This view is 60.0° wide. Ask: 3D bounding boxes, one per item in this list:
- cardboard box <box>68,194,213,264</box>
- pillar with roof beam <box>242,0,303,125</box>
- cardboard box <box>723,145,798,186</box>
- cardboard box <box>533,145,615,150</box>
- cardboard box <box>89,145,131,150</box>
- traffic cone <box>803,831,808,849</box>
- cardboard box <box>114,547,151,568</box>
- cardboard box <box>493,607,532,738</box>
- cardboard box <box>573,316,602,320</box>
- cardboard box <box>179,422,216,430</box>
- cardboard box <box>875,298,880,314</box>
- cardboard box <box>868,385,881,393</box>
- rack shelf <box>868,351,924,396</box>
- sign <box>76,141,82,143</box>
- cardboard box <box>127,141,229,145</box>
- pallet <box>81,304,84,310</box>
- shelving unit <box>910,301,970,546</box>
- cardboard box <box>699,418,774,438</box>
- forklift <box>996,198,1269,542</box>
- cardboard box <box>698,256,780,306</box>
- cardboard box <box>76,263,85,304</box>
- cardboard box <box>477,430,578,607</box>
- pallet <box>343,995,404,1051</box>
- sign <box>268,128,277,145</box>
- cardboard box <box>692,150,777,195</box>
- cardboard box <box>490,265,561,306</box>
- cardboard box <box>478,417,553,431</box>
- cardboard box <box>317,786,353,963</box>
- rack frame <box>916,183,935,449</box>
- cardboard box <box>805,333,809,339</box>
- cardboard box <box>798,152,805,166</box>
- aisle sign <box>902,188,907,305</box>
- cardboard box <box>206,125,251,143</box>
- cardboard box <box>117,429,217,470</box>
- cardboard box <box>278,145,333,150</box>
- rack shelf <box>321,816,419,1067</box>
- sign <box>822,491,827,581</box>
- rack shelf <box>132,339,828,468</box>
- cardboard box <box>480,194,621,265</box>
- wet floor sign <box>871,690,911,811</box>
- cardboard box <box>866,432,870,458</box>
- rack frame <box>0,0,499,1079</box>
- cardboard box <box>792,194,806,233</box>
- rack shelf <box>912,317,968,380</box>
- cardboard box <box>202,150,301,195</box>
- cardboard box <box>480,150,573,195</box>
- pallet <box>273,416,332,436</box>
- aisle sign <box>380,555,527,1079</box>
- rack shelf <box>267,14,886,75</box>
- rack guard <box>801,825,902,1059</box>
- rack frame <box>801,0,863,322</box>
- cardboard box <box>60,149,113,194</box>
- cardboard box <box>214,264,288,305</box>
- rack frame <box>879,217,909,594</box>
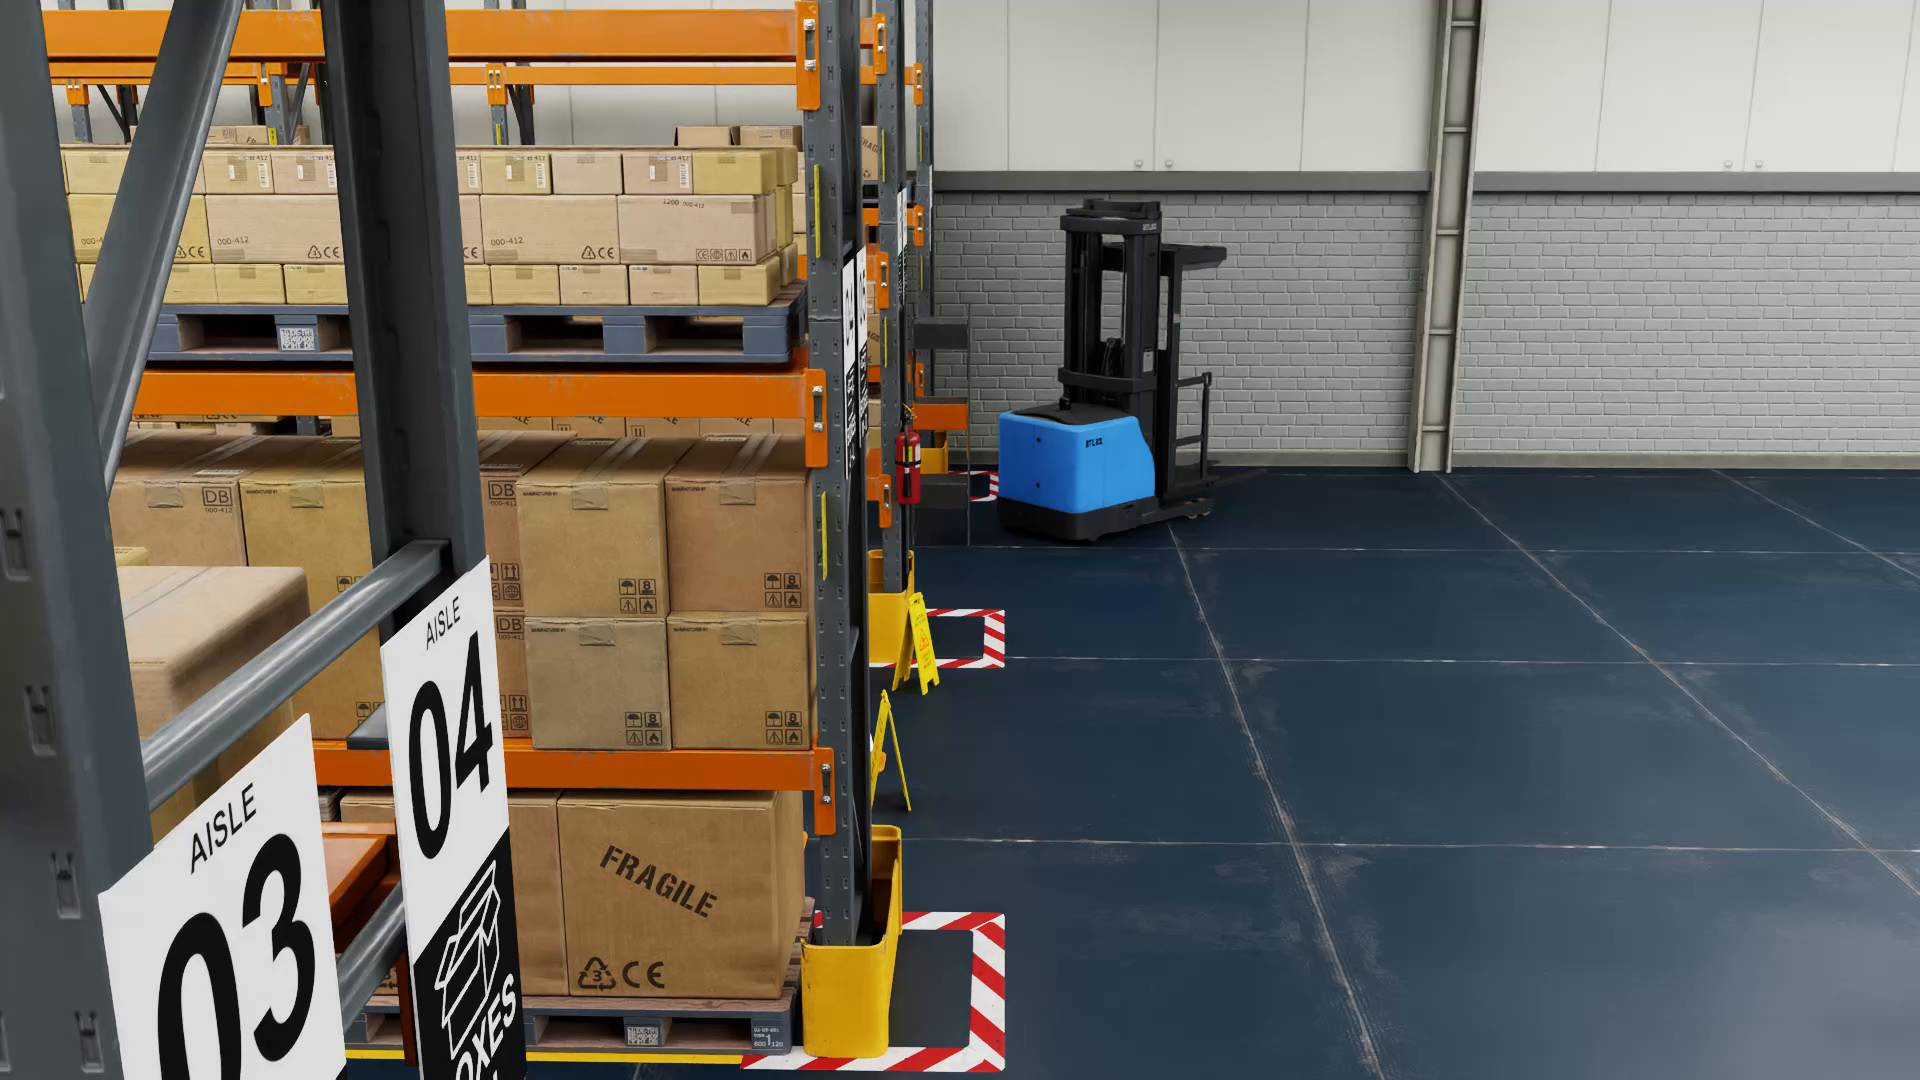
[{"bbox_3d":[-2.993,-1.198,6.313,0.500,0.250,0.500,0,15,1],"label":"cardboard box"},{"bbox_3d":[-7.117,-4.085,12.683,0.400,9.000,9.100,0,15,1],"label":"pillar with roof beam"},{"bbox_3d":[-0.810,-1.529,6.785,0.250,0.149,0.380,1,15,2],"label":"cardboard box"},{"bbox_3d":[-1.569,-1.534,6.805,0.250,0.149,0.380,1,15,2],"label":"cardboard box"},{"bbox_3d":[-3.356,-1.545,6.847,0.250,0.149,0.380,1,15,2],"label":"cardboard box"},{"bbox_3d":[-0.979,1.381,8.697,0.334,0.463,0.336,0,15,1],"label":"traffic cone"},{"bbox_3d":[-1.238,0.127,2.112,0.250,0.149,0.380,1,15,3],"label":"cardboard box"},{"bbox_3d":[-1.963,0.423,7.062,0.550,0.550,0.875,0,15,1],"label":"cardboard box"},{"bbox_3d":[-2.489,-1.387,11.478,0.500,0.500,0.700,0,15,1],"label":"cardboard box"},{"bbox_3d":[-5.242,-0.789,11.622,0.250,0.149,0.380,0,15,0],"label":"cardboard box"},{"bbox_3d":[-0.690,-2.301,16.215,0.250,0.149,0.380,1,15,2],"label":"cardboard box"},{"bbox_3d":[-0.812,-1.417,16.937,0.500,0.250,0.500,0,15,1],"label":"cardboard box"},{"bbox_3d":[-2.335,-1.674,16.714,4.000,0.370,1.077,0,15,1],"label":"rack shelf"},{"bbox_3d":[-8.349,-3.623,15.797,0.005,0.325,0.100,0,15,1],"label":"sign"},{"bbox_3d":[-5.530,-2.698,11.797,0.500,0.250,0.500,0,15,0],"label":"cardboard box"},{"bbox_3d":[-3.665,-0.905,6.685,1.213,0.211,1.003,0,15,1],"label":"pallet"},{"bbox_3d":[-0.165,-1.016,14.576,0.503,2.100,0.431,0,15,1],"label":"shelving unit"},{"bbox_3d":[-1.509,-0.873,11.488,0.500,0.500,0.500,0,15,2],"label":"cardboard box"},{"bbox_3d":[1.753,-1.696,15.522,3.031,2.935,1.130,-13,20,-41],"label":"forklift"},{"bbox_3d":[-0.825,-0.976,6.251,0.250,0.149,0.380,0,15,1],"label":"cardboard box"},{"bbox_3d":[-3.369,-0.992,6.313,0.250,0.149,0.380,0,15,1],"label":"cardboard box"},{"bbox_3d":[-1.963,-0.105,6.947,0.550,0.550,0.875,0,15,1],"label":"cardboard box"},{"bbox_3d":[-2.502,1.875,7.320,1.213,0.211,1.003,0,15,1],"label":"pallet"},{"bbox_3d":[-4.468,-2.518,10.838,0.005,0.325,0.100,0,15,1],"label":"sign"},{"bbox_3d":[-0.830,-1.361,6.149,0.250,0.149,0.380,1,15,2],"label":"cardboard box"},{"bbox_3d":[-1.587,-0.981,6.271,0.250,0.149,0.380,1,15,2],"label":"cardboard box"},{"bbox_3d":[-3.021,-0.883,11.528,0.500,0.500,0.500,0,15,1],"label":"cardboard box"},{"bbox_3d":[-2.955,1.345,7.202,0.875,0.875,0.875,0,15,2],"label":"cardboard box"},{"bbox_3d":[-0.336,-2.009,16.573,0.127,3.000,1.000,0,15,1],"label":"rack frame"},{"bbox_3d":[-0.975,-1.366,11.398,0.500,0.500,0.700,0,15,0],"label":"cardboard box"},{"bbox_3d":[-1.426,-3.575,15.874,0.258,0.266,0.396,0,15,2],"label":"cardboard box"},{"bbox_3d":[-0.389,-2.078,11.741,0.004,0.787,0.394,0,15,1],"label":"aisle sign"},{"bbox_3d":[-7.108,-3.766,16.139,0.500,0.500,0.700,0,15,0],"label":"cardboard box"},{"bbox_3d":[-3.562,-0.115,6.986,0.550,0.550,0.875,0,15,1],"label":"cardboard box"},{"bbox_3d":[-2.591,-1.541,6.830,0.250,0.149,0.380,1,15,2],"label":"cardboard box"},{"bbox_3d":[-2.711,0.669,1.954,4.000,0.370,1.077,0,15,1],"label":"rack shelf"},{"bbox_3d":[-0.512,-0.016,6.286,0.005,0.325,0.100,0,15,1],"label":"sign"},{"bbox_3d":[-2.484,-0.595,6.746,4.000,0.370,1.077,0,15,1],"label":"rack shelf"},{"bbox_3d":[-1.481,-1.188,6.275,0.500,0.250,0.500,0,15,2],"label":"cardboard box"},{"bbox_3d":[-0.405,1.154,9.201,0.232,0.644,0.267,-2,15,-8],"label":"wet floor sign"},{"bbox_3d":[-0.793,-0.676,12.015,0.250,0.149,0.380,0,15,2],"label":"cardboard box"},{"bbox_3d":[-0.712,-1.116,1.431,0.127,3.000,1.000,0,15,1],"label":"rack frame"},{"bbox_3d":[-0.977,-2.199,11.126,0.500,0.250,0.500,0,15,1],"label":"cardboard box"},{"bbox_3d":[-0.165,-1.680,14.401,0.480,0.518,0.431,0,15,1],"label":"rack shelf"},{"bbox_3d":[-2.607,-1.373,6.193,0.250,0.149,0.380,0,15,1],"label":"cardboard box"},{"bbox_3d":[-1.594,-1.366,6.168,0.250,0.149,0.380,1,15,2],"label":"cardboard box"},{"bbox_3d":[-5.218,-0.718,12.058,1.213,0.211,1.003,0,15,1],"label":"pallet"},{"bbox_3d":[-0.642,0.452,2.153,0.004,0.787,0.394,0,15,1],"label":"aisle sign"},{"bbox_3d":[-2.458,-3.307,11.151,4.000,0.370,1.077,0,15,1],"label":"rack shelf"},{"bbox_3d":[-0.460,1.729,7.306,0.348,0.500,1.175,0,15,1],"label":"rack guard"},{"bbox_3d":[-0.484,-2.380,6.222,0.127,3.000,1.000,0,15,1],"label":"rack frame"},{"bbox_3d":[-3.366,-1.378,6.212,0.250,0.149,0.380,0,15,1],"label":"cardboard box"},{"bbox_3d":[-2.607,-0.987,6.294,0.250,0.149,0.380,1,15,2],"label":"cardboard box"},{"bbox_3d":[-0.459,-0.743,11.775,0.127,3.000,1.000,0,15,1],"label":"rack frame"}]
